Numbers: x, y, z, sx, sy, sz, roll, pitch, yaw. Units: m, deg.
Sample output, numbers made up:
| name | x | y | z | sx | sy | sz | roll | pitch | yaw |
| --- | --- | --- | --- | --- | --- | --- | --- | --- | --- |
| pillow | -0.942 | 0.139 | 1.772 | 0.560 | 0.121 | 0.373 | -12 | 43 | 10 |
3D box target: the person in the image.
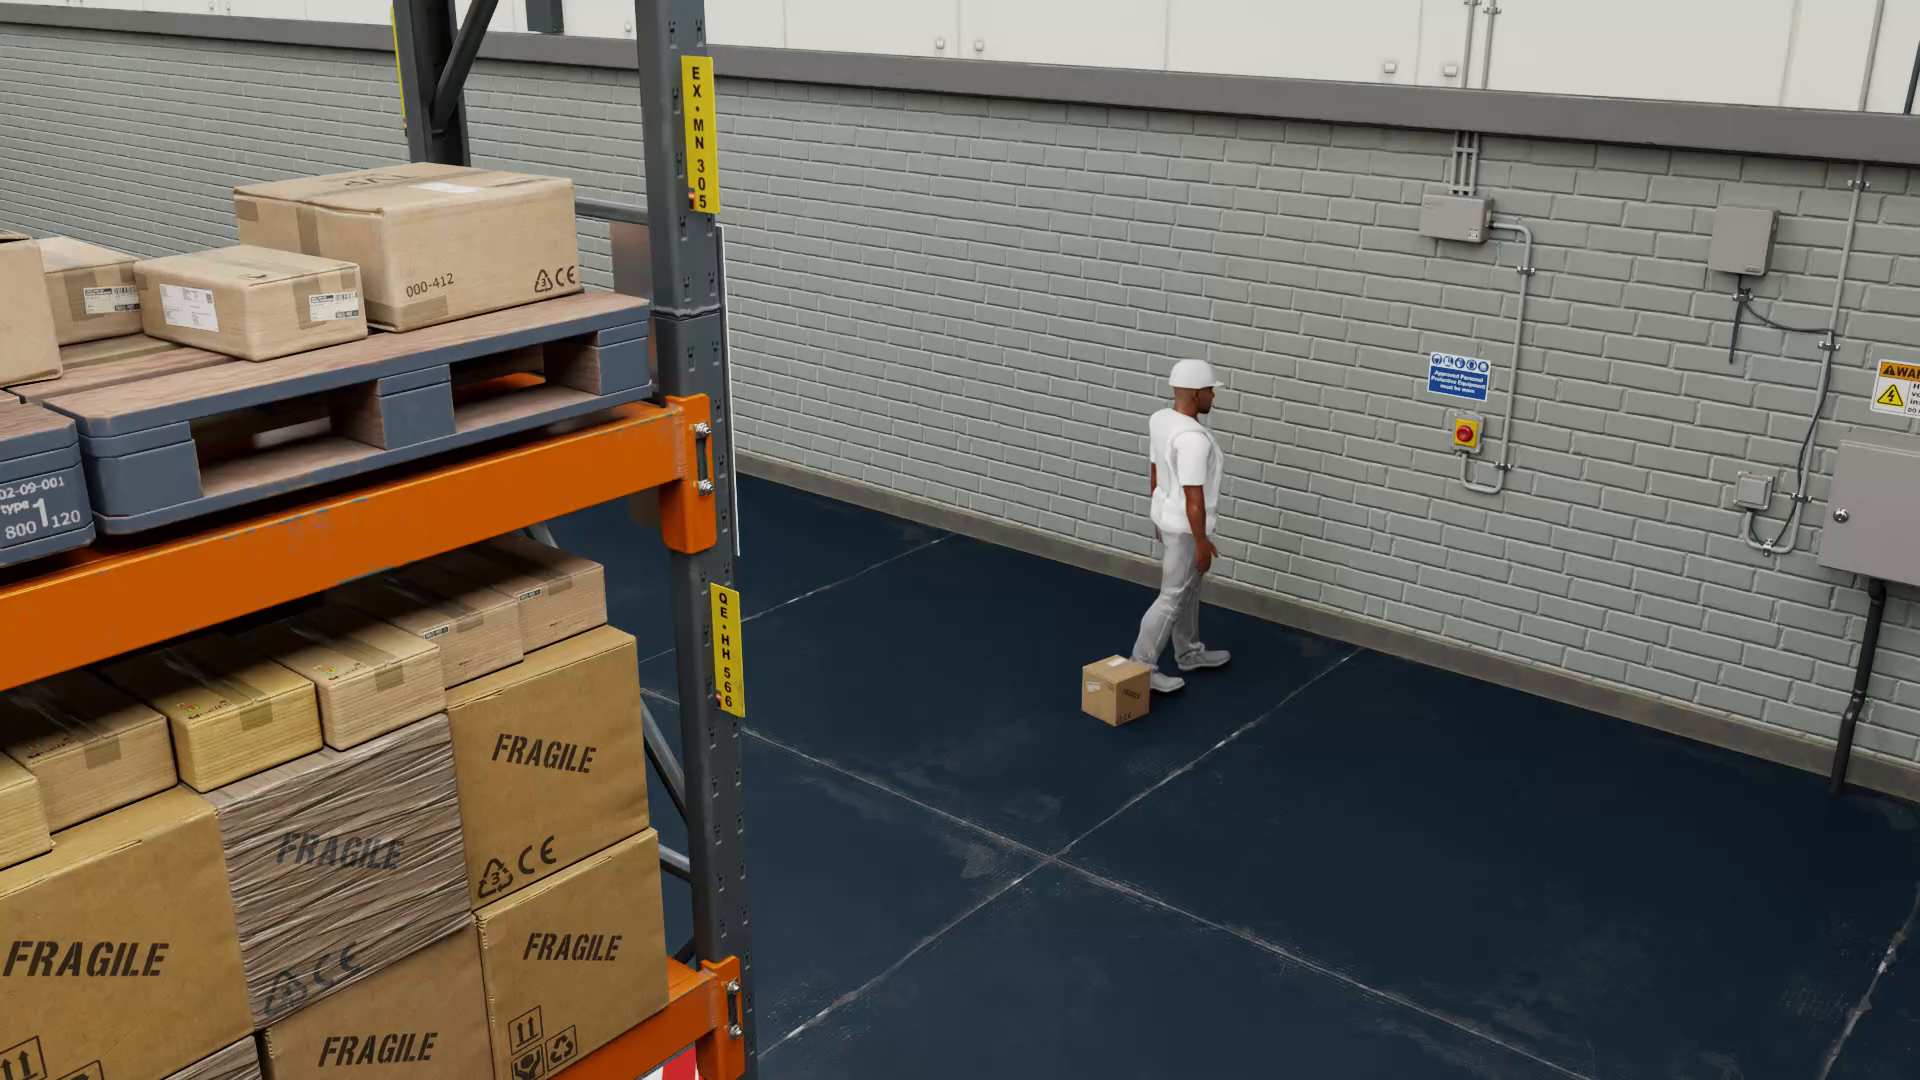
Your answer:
| name | x | y | z | sx | sy | sz | roll | pitch | yaw |
| --- | --- | --- | --- | --- | --- | --- | --- | --- | --- |
| person | 1.194 | -0.080 | 8.732 | 0.648 | 1.771 | 0.567 | -3 | 20 | -7 |
